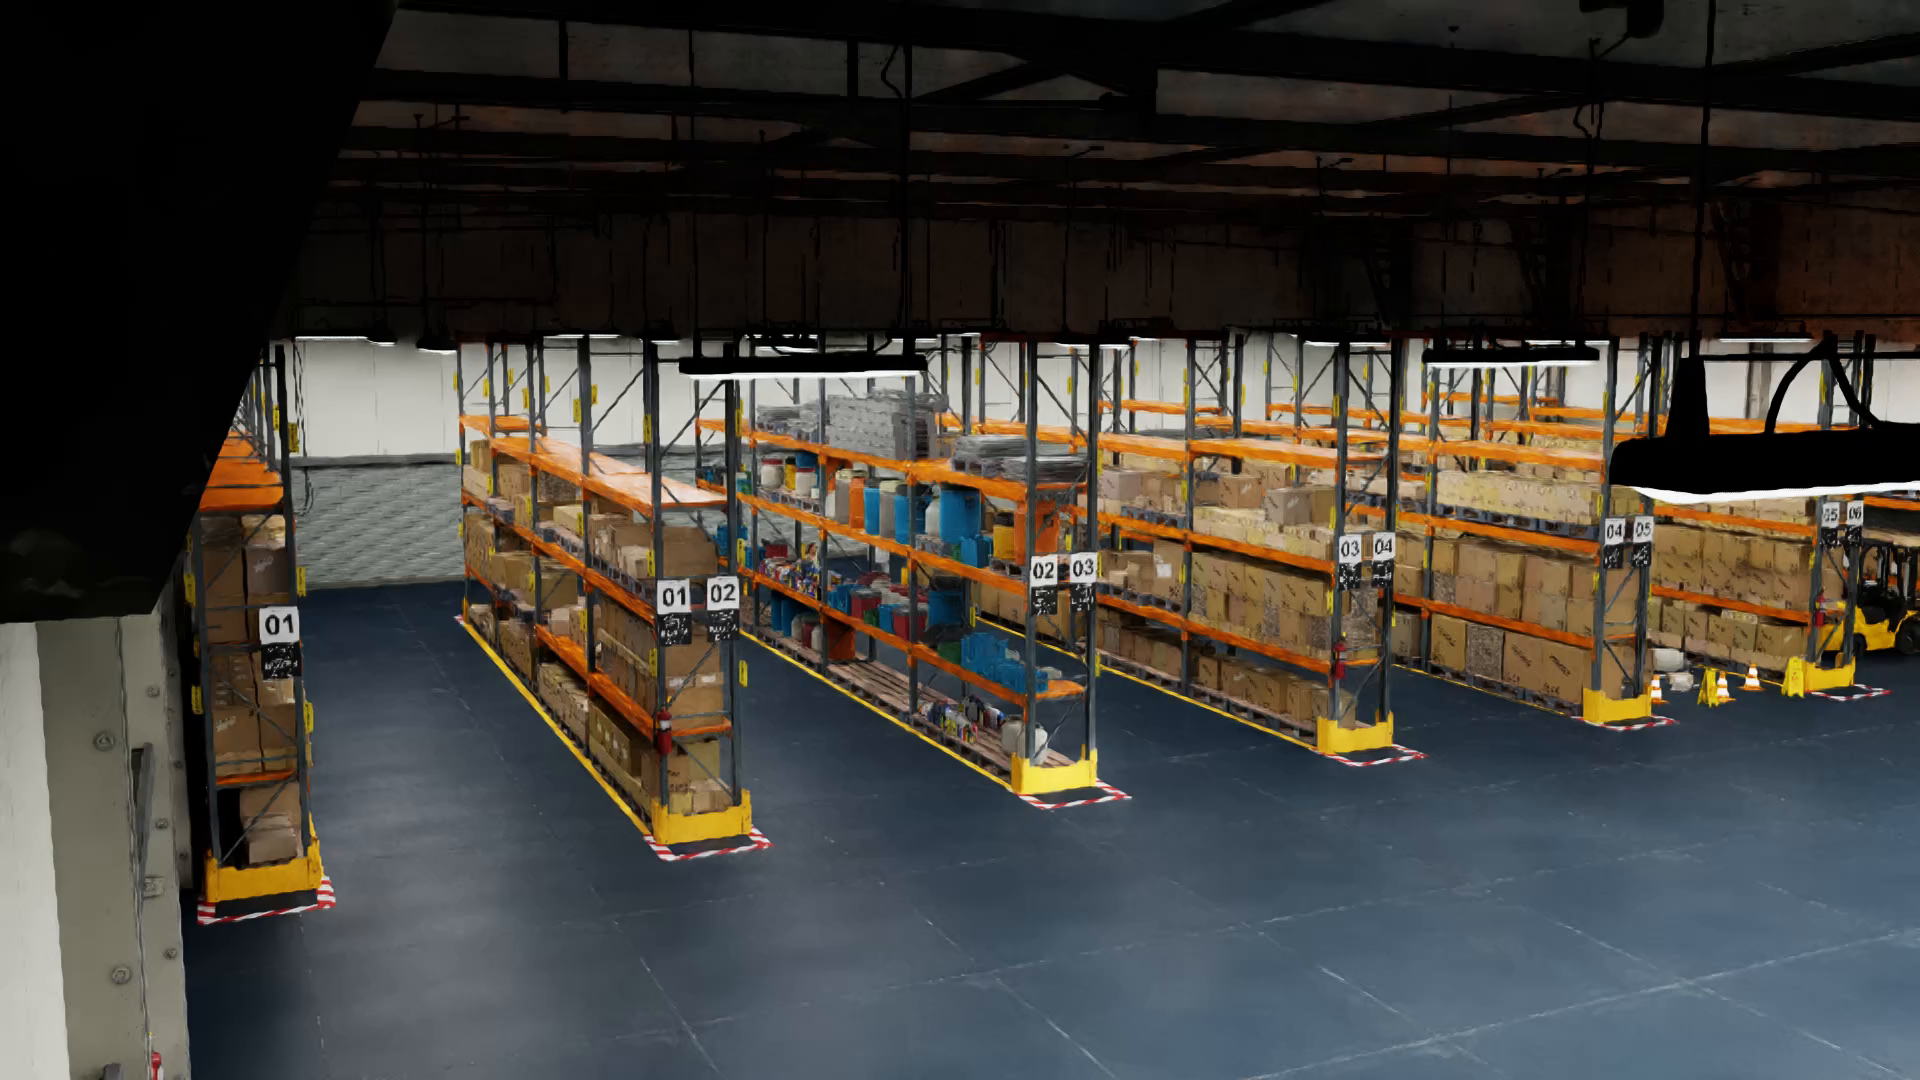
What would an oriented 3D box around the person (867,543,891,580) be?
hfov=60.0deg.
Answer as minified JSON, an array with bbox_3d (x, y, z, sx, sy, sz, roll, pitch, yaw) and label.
[{"bbox_3d":[-1.824,0.438,37.429,0.541,1.700,1.115,-3,8,-22],"label":"person"}]

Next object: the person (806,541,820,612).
[{"bbox_3d":[-3.157,0.812,35.021,0.621,1.604,0.814,-7,10,-40],"label":"person"}]

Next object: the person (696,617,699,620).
[{"bbox_3d":[-5.072,1.309,31.634,0.415,1.517,1.041,-4,9,-27],"label":"person"}]
